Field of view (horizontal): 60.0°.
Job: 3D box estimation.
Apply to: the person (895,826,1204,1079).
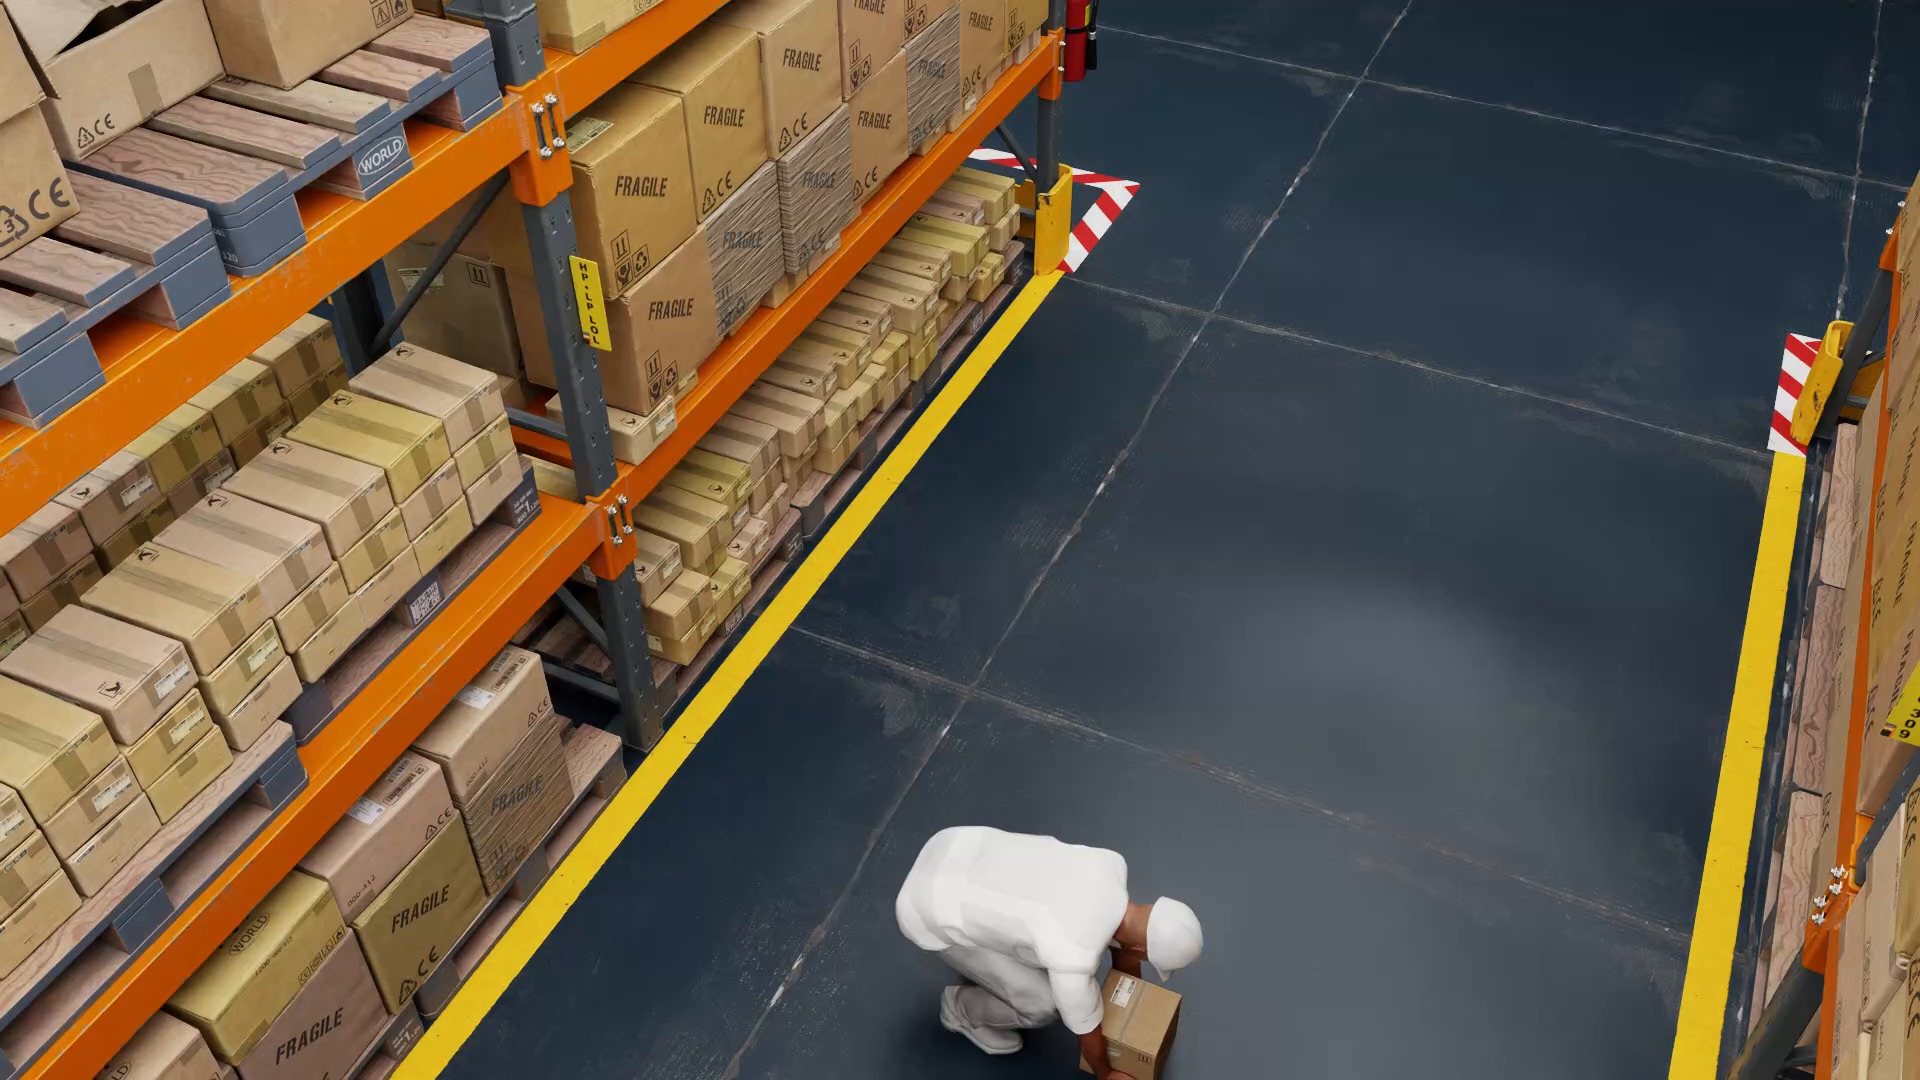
[{"bbox_3d":[0.291,1.321,5.399,0.974,0.822,0.519,16,44,17],"label":"person"}]
